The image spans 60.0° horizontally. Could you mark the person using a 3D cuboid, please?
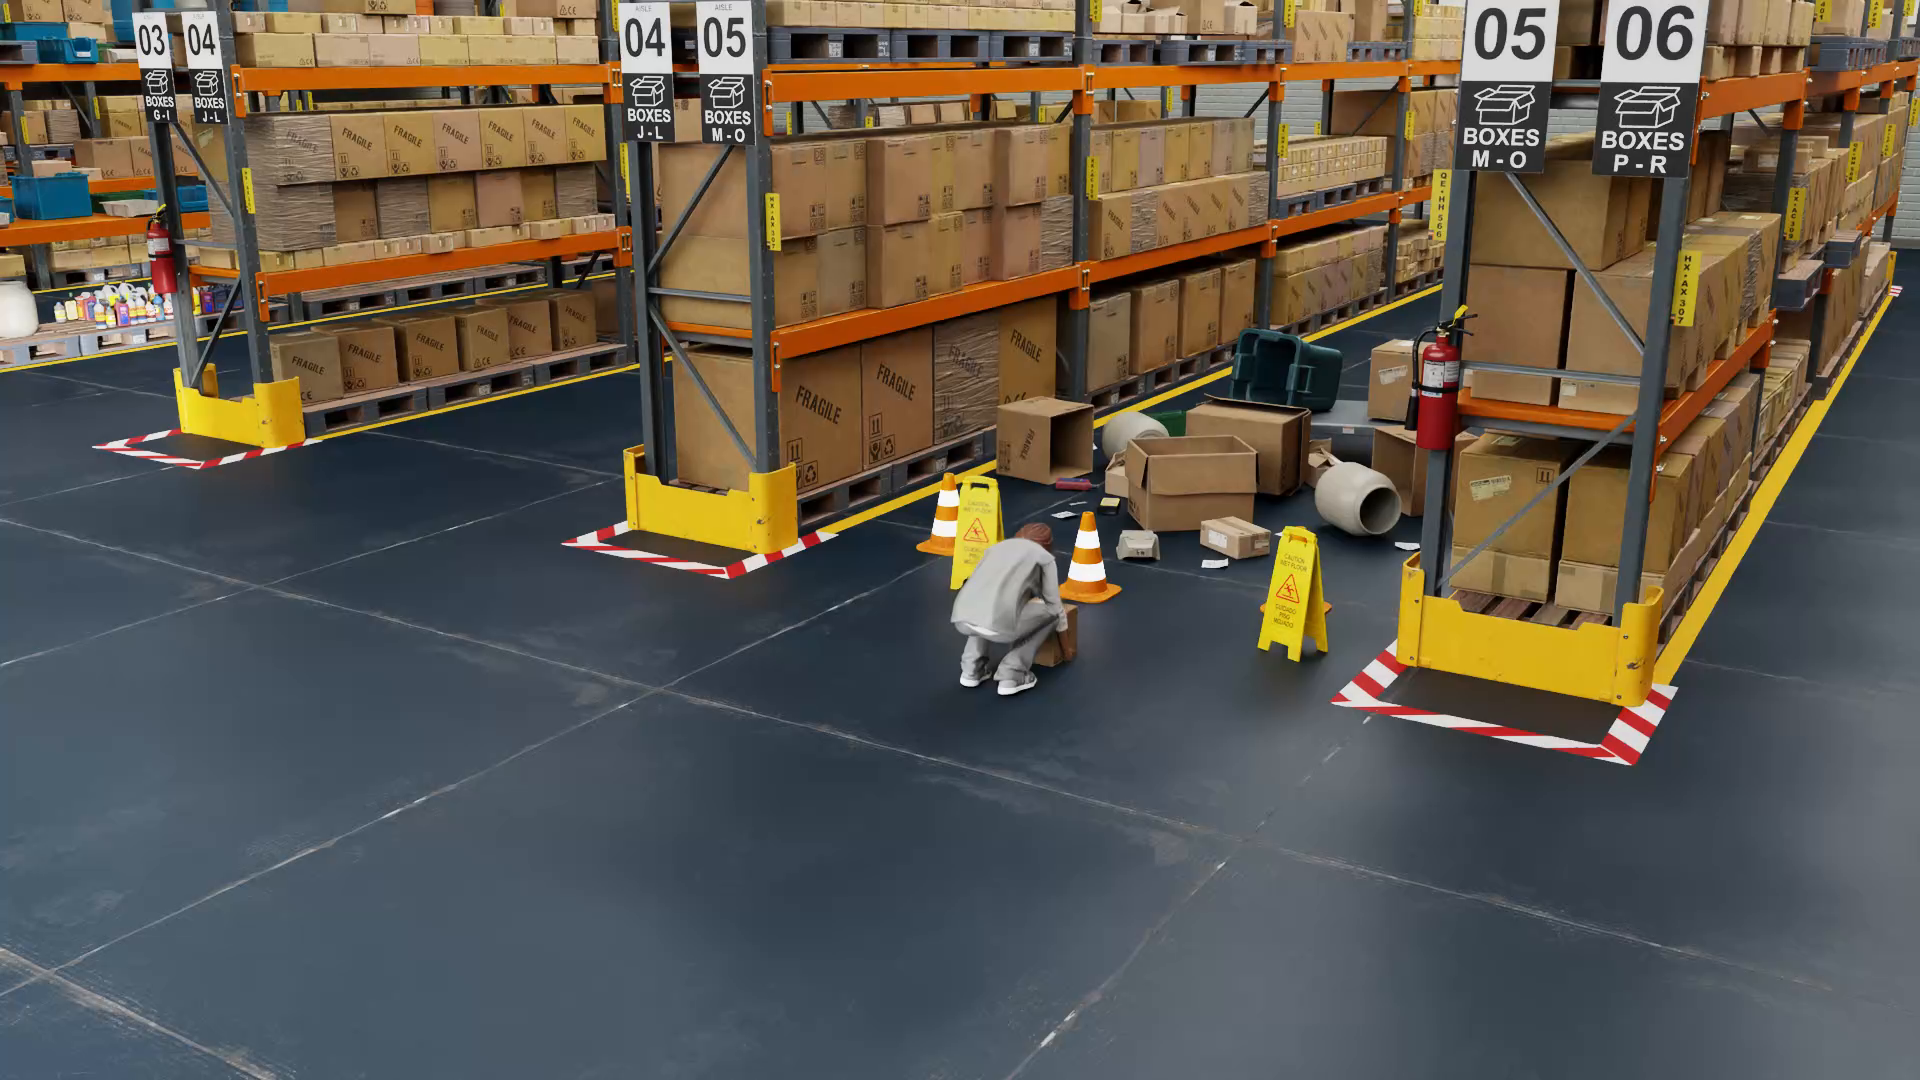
[{"bbox_3d":[0.249,0.374,8.045,0.431,0.729,0.839,10,19,29],"label":"person"}]
